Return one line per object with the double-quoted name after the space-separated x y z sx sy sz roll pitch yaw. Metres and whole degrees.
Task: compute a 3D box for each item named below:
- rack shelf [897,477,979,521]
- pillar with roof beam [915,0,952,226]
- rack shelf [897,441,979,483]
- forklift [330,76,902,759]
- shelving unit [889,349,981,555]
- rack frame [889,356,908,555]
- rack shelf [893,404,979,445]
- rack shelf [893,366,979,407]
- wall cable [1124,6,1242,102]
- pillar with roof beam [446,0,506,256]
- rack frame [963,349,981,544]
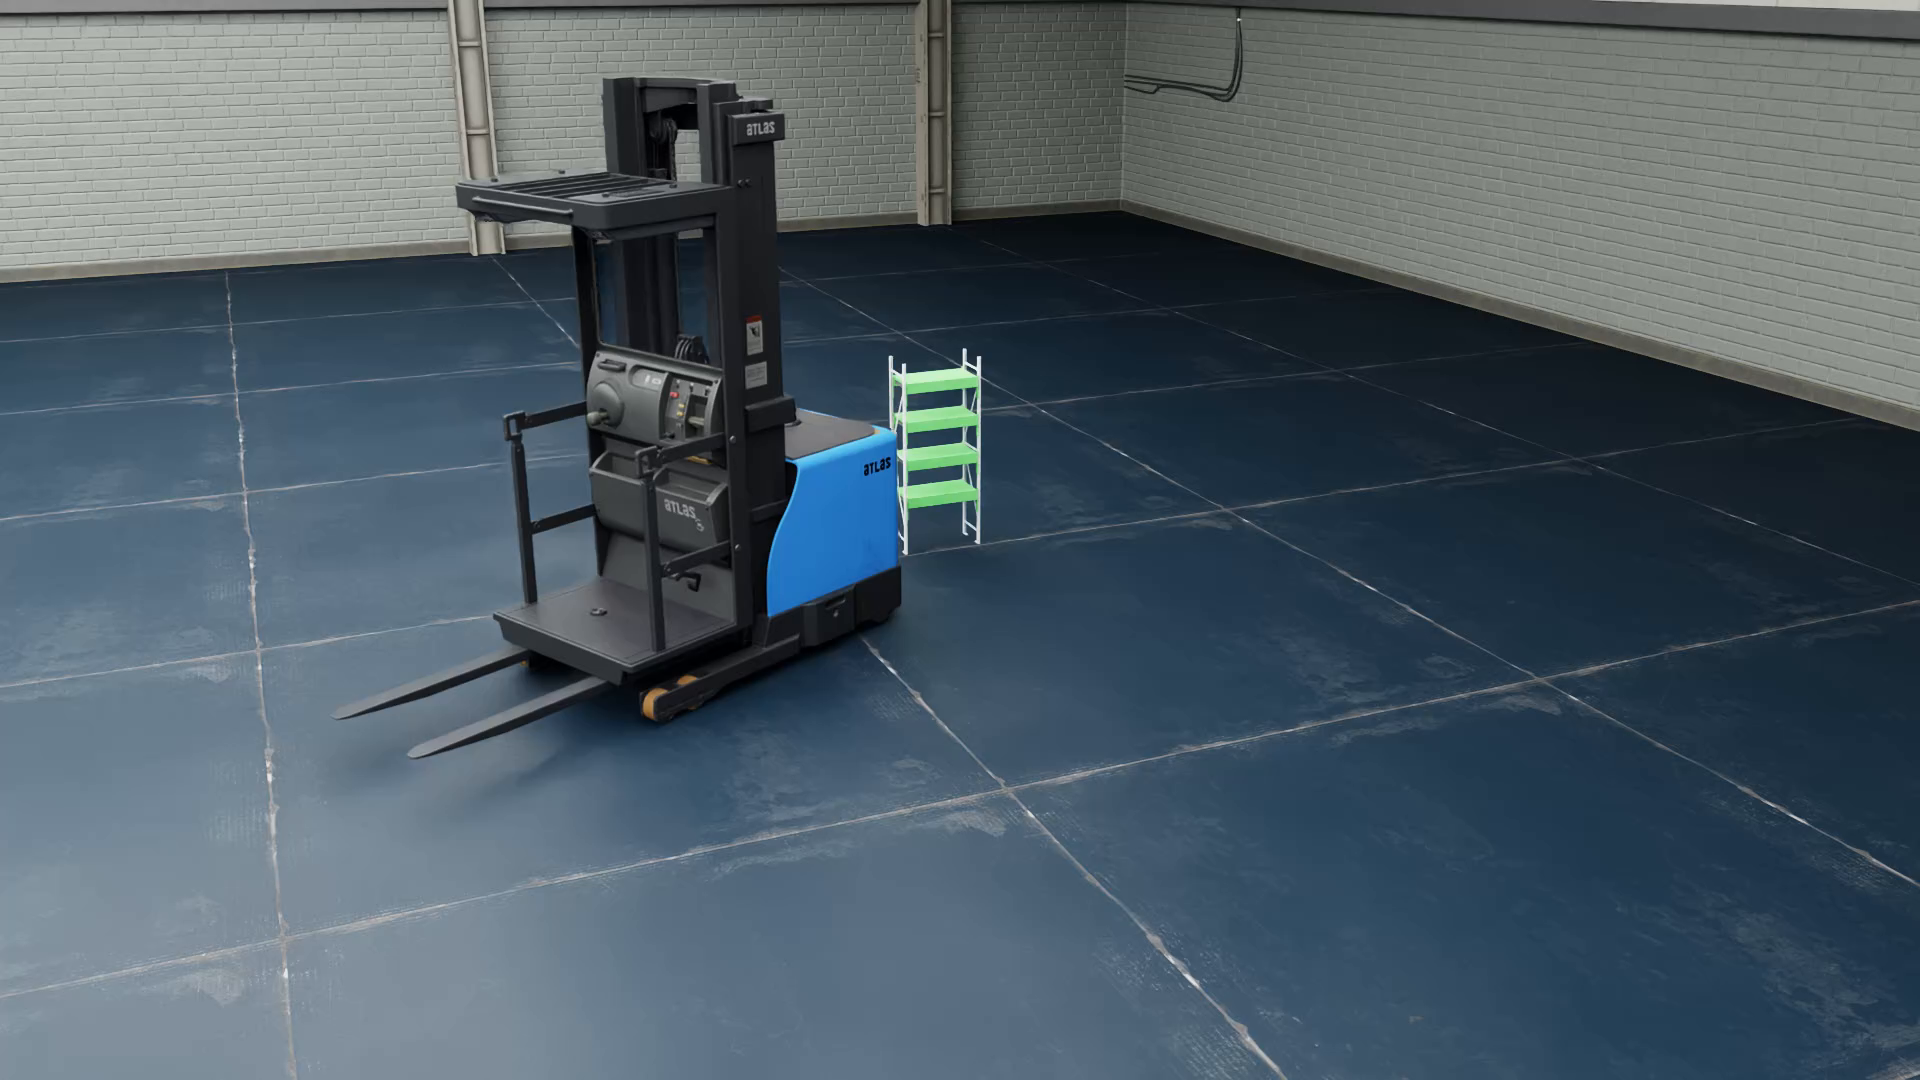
-0.152 -0.258 10.362 0.480 0.148 0.258 -8 21 -22 "rack shelf"
1.352 -7.286 17.665 0.400 9.000 9.100 -8 21 -22 "pillar with roof beam"
-0.152 -0.484 10.282 0.480 0.148 0.258 -8 21 -22 "rack shelf"
-1.651 -0.688 8.063 1.130 2.935 3.031 15 25 37 "forklift"
-0.152 -0.544 10.261 0.503 1.200 0.258 -8 21 -22 "shelving unit"
-0.376 -0.512 10.170 0.015 1.200 0.240 -8 21 -22 "rack frame"
-0.152 -0.710 10.202 0.480 0.148 0.258 -8 21 -22 "rack shelf"
-0.152 -0.937 10.123 0.480 0.148 0.258 -8 21 -22 "rack shelf"
2.876 -7.118 21.865 0.112 2.526 3.097 -8 21 -22 "wall cable"
-4.157 -6.497 15.423 0.400 9.000 9.100 -8 21 -22 "pillar with roof beam"
0.072 -0.576 10.352 0.015 1.200 0.240 -8 21 -22 "rack frame"
